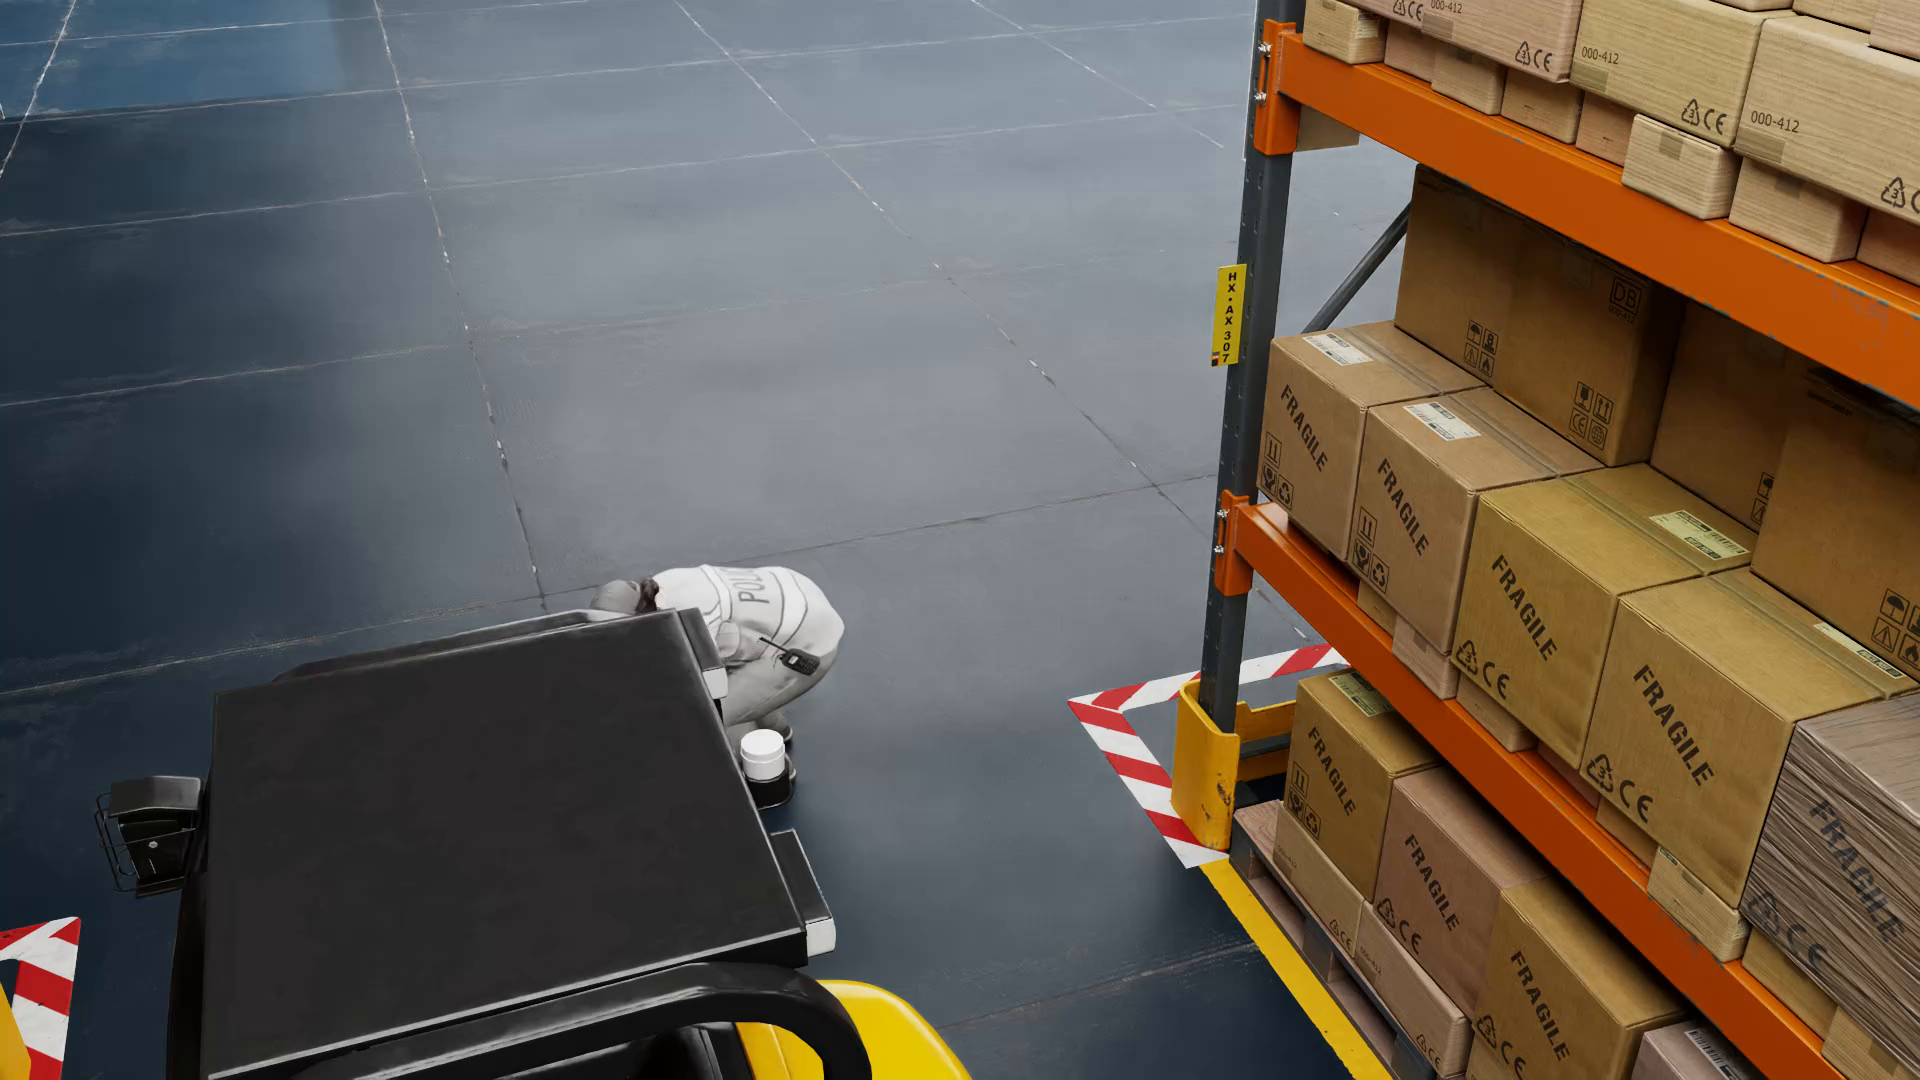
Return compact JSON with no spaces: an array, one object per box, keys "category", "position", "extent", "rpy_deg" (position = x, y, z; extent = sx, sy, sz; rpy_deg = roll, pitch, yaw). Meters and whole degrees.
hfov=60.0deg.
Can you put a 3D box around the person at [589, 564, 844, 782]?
[{"category":"person","position":[-0.871,0.476,6.033],"extent":[0.880,0.944,0.502],"rpy_deg":[-11,32,-19]}]
